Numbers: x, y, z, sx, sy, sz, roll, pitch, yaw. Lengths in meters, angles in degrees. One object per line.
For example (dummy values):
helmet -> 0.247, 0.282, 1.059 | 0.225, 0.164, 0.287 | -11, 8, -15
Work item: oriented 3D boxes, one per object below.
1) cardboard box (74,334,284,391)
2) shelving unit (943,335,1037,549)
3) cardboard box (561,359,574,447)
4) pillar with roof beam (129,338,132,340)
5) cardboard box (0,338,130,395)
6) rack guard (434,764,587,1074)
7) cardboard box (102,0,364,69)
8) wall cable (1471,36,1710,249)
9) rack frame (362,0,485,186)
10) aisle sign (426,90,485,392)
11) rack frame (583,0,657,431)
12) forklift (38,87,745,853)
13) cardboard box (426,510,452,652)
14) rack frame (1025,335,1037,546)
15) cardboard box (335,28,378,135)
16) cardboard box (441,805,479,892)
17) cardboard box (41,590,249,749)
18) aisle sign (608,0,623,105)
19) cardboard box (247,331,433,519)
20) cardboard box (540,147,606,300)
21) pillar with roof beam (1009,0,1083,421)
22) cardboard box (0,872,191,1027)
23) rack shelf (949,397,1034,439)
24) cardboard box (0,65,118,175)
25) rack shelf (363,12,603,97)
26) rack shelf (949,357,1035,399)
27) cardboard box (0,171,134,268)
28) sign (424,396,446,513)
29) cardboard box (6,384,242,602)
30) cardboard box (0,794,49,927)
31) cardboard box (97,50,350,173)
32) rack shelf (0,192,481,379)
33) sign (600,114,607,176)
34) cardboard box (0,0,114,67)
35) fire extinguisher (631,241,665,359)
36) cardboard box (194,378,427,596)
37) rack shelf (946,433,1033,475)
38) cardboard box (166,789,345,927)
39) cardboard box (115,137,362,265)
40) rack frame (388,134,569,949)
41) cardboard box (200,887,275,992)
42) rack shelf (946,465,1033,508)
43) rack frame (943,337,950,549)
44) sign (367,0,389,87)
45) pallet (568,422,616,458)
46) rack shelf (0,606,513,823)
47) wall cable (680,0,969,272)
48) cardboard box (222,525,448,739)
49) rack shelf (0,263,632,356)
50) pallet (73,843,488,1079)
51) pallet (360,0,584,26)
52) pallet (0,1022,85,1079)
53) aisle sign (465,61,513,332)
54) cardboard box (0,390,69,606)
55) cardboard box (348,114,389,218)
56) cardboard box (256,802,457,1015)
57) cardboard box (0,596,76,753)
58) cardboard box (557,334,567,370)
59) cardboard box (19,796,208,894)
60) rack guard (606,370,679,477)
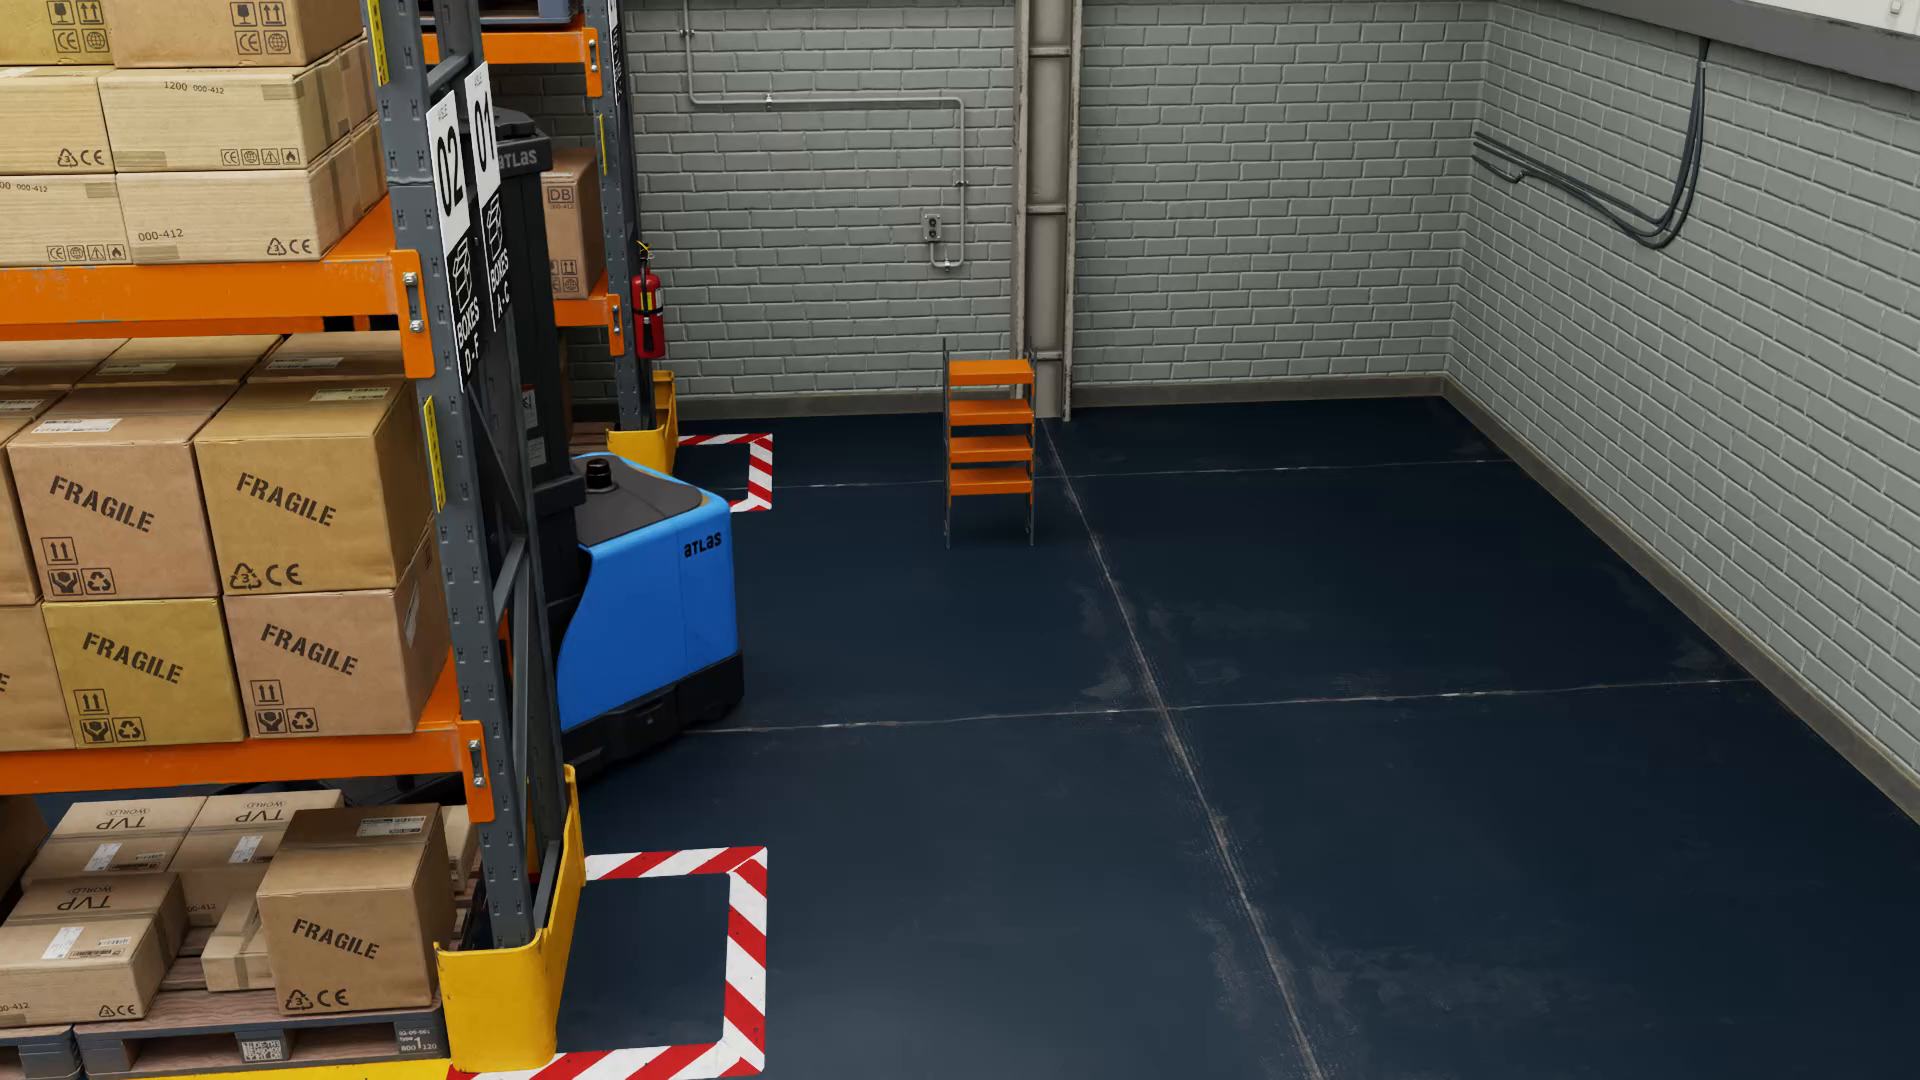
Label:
cardboard box -> -2.535, -0.365, 5.523 | 0.500, 0.500, 0.500 | -2, 24, -5
shelving unit -> 0.165, -0.555, 9.521 | 0.503, 1.200, 0.258 | -2, 24, -5
cardboard box -> -2.725, -0.781, 10.374 | 0.500, 0.500, 0.700 | -2, 24, -5
pillar with roof beam -> -4.984, -3.019, 5.462 | 0.400, 9.000, 9.100 | -2, 24, -5
cardboard box -> -3.033, -0.347, 5.483 | 0.500, 0.500, 0.500 | -2, 24, -4
rack guard -> -1.624, 1.348, 6.102 | 0.348, 0.500, 1.175 | -2, 24, -5
cardboard box -> -2.058, -1.643, 4.707 | 0.500, 0.500, 0.700 | -2, 24, -5
wall cable -> 3.625, -3.203, 9.700 | 0.112, 2.526, 3.097 | -2, 24, -5
rack frame -> -1.548, -2.539, 4.382 | 0.127, 3.000, 1.000 | -2, 24, -5
aisle sign -> -1.450, -0.864, 4.800 | 0.004, 0.787, 0.394 | -2, 24, -5
rack frame -> -2.039, -1.799, 10.105 | 0.127, 3.000, 1.000 | -2, 24, -5
forklift -> -2.394, -0.235, 6.670 | 1.130, 2.935, 3.031 | 20, 31, 38
cardboard box -> -2.015, 0.068, 5.780 | 0.500, 0.500, 0.500 | -2, 24, -4
rack frame -> 0.408, -0.565, 9.543 | 0.015, 1.200, 0.240 | -2, 24, -5
cardboard box -> -2.085, -1.413, 5.111 | 0.500, 0.250, 0.500 | -2, 24, -5
cardboard box -> -1.998, 1.182, 6.365 | 0.250, 0.149, 0.380 | -2, 24, -5
cardboard box -> -2.483, 0.307, 5.243 | 0.500, 0.500, 0.500 | -2, 24, -5
aisle sign -> -1.937, -2.869, 9.311 | 0.004, 0.787, 0.394 | -2, 24, -5
cardboard box -> -2.015, -0.389, 5.577 | 0.500, 0.500, 0.500 | -2, 24, -4
cardboard box -> -2.545, -1.912, 9.989 | 0.700, 0.700, 0.980 | -1, 24, -3
pillar with roof beam -> 0.986, -3.258, 6.001 | 0.400, 9.000, 9.100 | -2, 24, -5
cardboard box -> -3.013, 1.405, 5.739 | 0.500, 0.250, 0.500 | -2, 24, -5
rack shelf -> 0.165, -0.698, 9.458 | 0.480, 0.148, 0.258 | -2, 24, -5
cardboard box -> -2.532, -1.184, 4.597 | 0.500, 0.250, 0.500 | -2, 24, -5
rack shelf -> -4.029, -2.762, 9.462 | 4.000, 0.370, 1.077 | -2, 24, -5
rack shelf -> 0.165, -0.914, 9.362 | 0.480, 0.148, 0.258 | -2, 24, -5
cardboard box -> -2.532, -0.957, 4.701 | 0.500, 0.250, 0.500 | -2, 24, -5
sign -> -1.513, -0.246, 4.795 | 0.005, 0.325, 0.100 | -2, 24, -5
cardboard box -> -2.467, -0.150, 5.041 | 0.500, 0.500, 0.500 | -2, 24, -4
cardboard box -> -3.659, 1.225, 5.833 | 0.637, 0.503, 0.797 | -2, 24, -5
cardboard box -> -2.034, -1.204, 4.642 | 0.500, 0.250, 0.500 | -2, 24, -5
rack shelf -> -3.538, -0.759, 4.958 | 4.000, 0.370, 1.077 | -2, 24, -5
sign -> -1.999, -2.217, 9.327 | 0.005, 0.325, 0.100 | -2, 24, -5
cardboard box -> -2.564, -1.658, 4.739 | 0.500, 0.500, 0.700 | -2, 24, -5
fire extinguisher -> -1.843, -1.413, 9.791 | 0.183, 0.674, 0.296 | -2, 24, -5
cardboard box -> -1.964, -0.171, 5.087 | 0.500, 0.500, 0.500 | -3, 24, -6
rack shelf -> 0.165, -0.493, 9.548 | 0.480, 0.148, 0.258 | -2, 24, -5
cardboard box -> -2.615, 1.185, 6.234 | 0.500, 0.250, 0.500 | -2, 24, -5
cardboard box -> -2.033, -0.972, 4.736 | 0.500, 0.250, 0.500 | -2, 24, -5
rack frame -> -1.548, 0.203, 5.601 | 0.127, 3.000, 1.000 | -2, 24, -5
cardboard box -> -2.477, 1.397, 5.860 | 0.250, 0.166, 0.380 | -2, 24, -5
rack shelf -> 0.165, -0.312, 9.629 | 0.480, 0.148, 0.258 | -2, 24, -5
rack frame -> -0.078, -0.545, 9.499 | 0.015, 1.200, 0.240 | -2, 24, -5
sign -> -1.513, -1.347, 4.305 | 0.005, 0.325, 0.100 | -2, 24, -5
pallet -> -2.827, -0.462, 10.529 | 1.213, 0.211, 1.003 | -2, 24, -5
rack shelf -> -3.538, 0.611, 5.567 | 4.000, 0.370, 1.077 | -2, 24, -5
wall cable -> -0.857, -2.697, 10.874 | 1.851, 1.984, 0.084 | -2, 24, -5
cardboard box -> -1.967, 0.285, 5.293 | 0.500, 0.500, 0.500 | -2, 24, -4
rack shelf -> -4.029, -1.391, 10.072 | 4.000, 0.370, 1.077 | -2, 24, -5
pallet -> -2.417, 1.512, 6.088 | 1.213, 0.211, 1.003 | -2, 24, -5
pallet -> -2.776, -3.096, 9.438 | 1.213, 0.211, 1.003 | -2, 24, -5
pallet -> -3.628, 1.560, 5.981 | 1.213, 0.211, 1.003 | -2, 24, -5
aisle sign -> -1.509, -1.107, 5.346 | 0.004, 0.787, 0.394 | -2, 24, -5
cardboard box -> -2.982, -0.128, 4.990 | 0.500, 0.500, 0.500 | -2, 24, -4
cardboard box -> -2.084, -1.182, 5.207 | 0.500, 0.250, 0.500 | -2, 24, -5
cardboard box -> -2.065, 1.265, 5.746 | 0.500, 0.500, 0.500 | -2, 24, -5
cardboard box -> -2.980, 0.325, 5.203 | 0.500, 0.500, 0.500 | -2, 24, -5
cardboard box -> -2.621, -1.163, 10.435 | 0.250, 0.149, 0.380 | -2, 24, -5
cardboard box -> -3.112, 1.205, 6.189 | 0.500, 0.250, 0.500 | -2, 24, -5
rack guard -> -2.015, -0.658, 10.615 | 0.348, 0.500, 1.175 | -2, 24, -5
